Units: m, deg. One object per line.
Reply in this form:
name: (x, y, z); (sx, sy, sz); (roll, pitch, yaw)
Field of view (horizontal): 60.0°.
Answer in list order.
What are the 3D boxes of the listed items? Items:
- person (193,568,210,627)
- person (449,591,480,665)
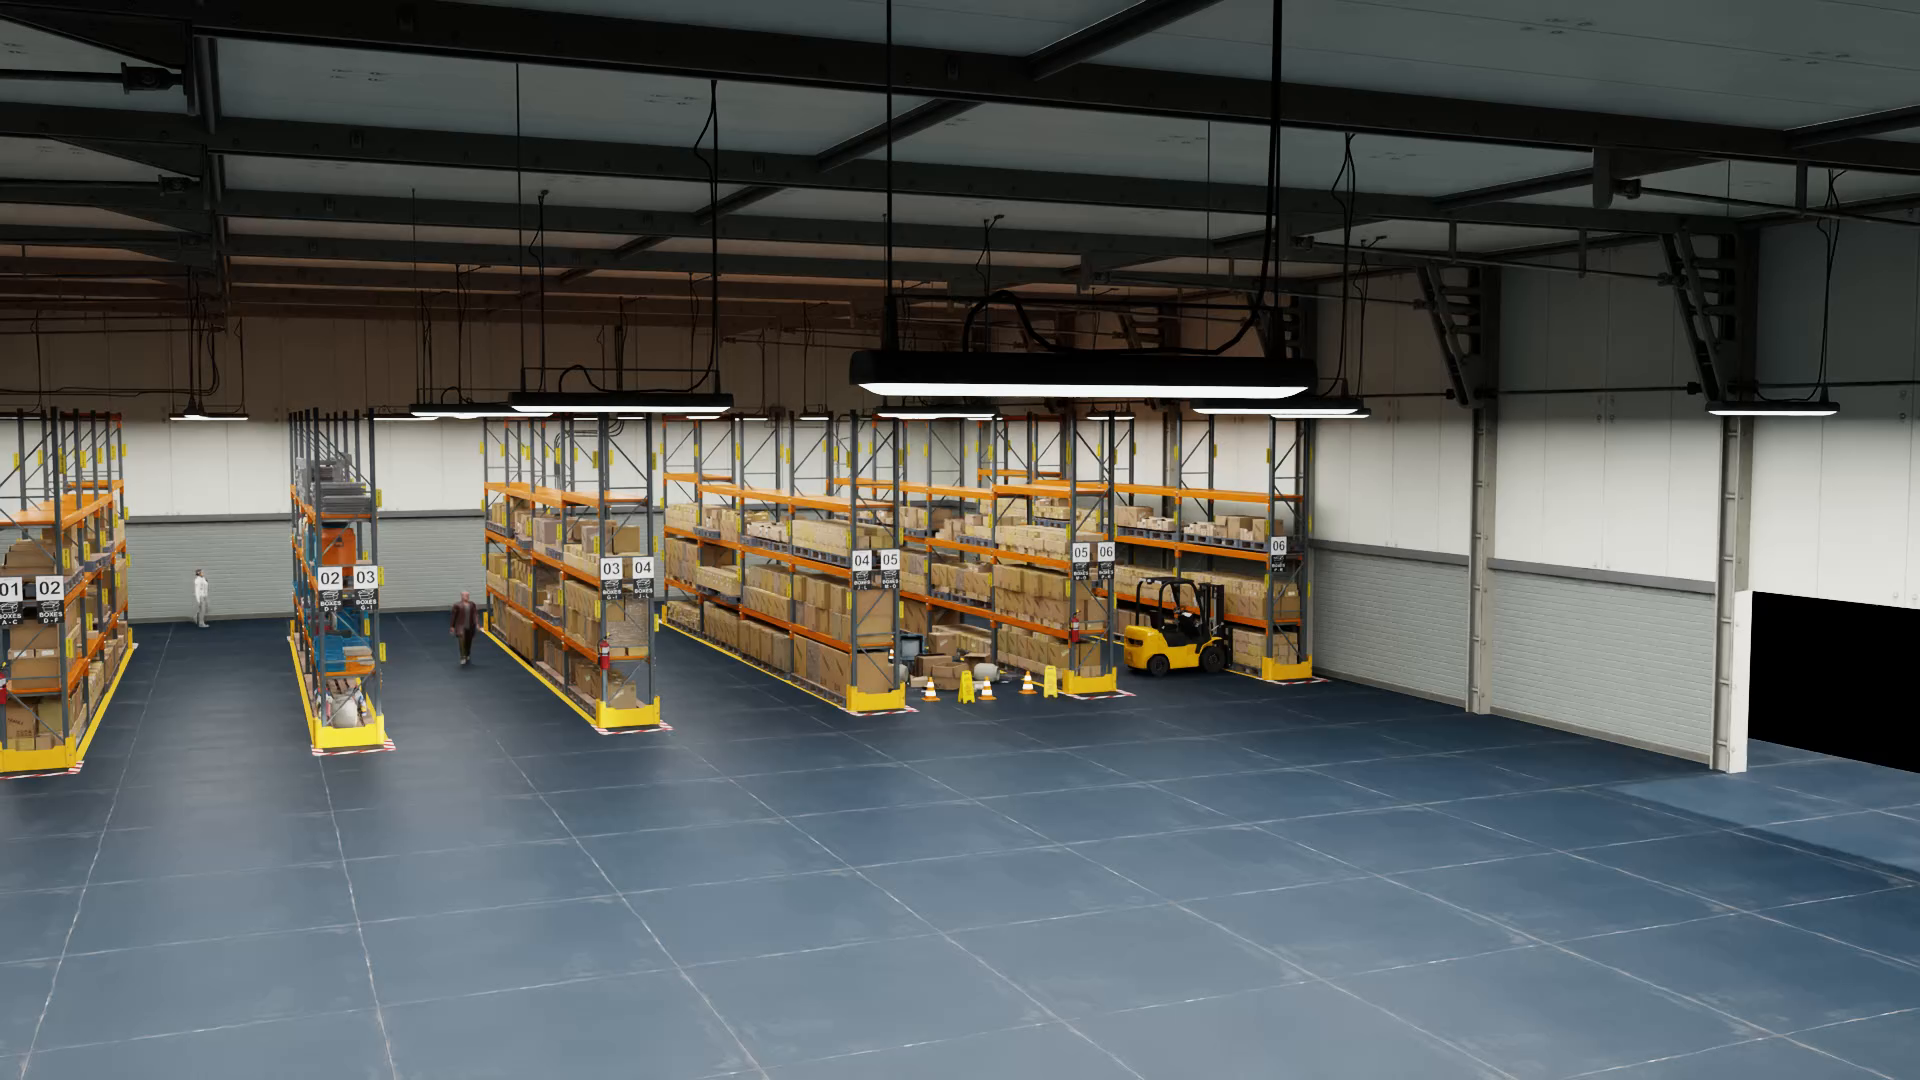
person: (-21.315, 1.602, 46.624); (0.504, 1.675, 0.481); (0, 4, 0)
person: (-11.755, 2.065, 39.518); (0.688, 1.717, 1.099); (-2, 5, -28)
